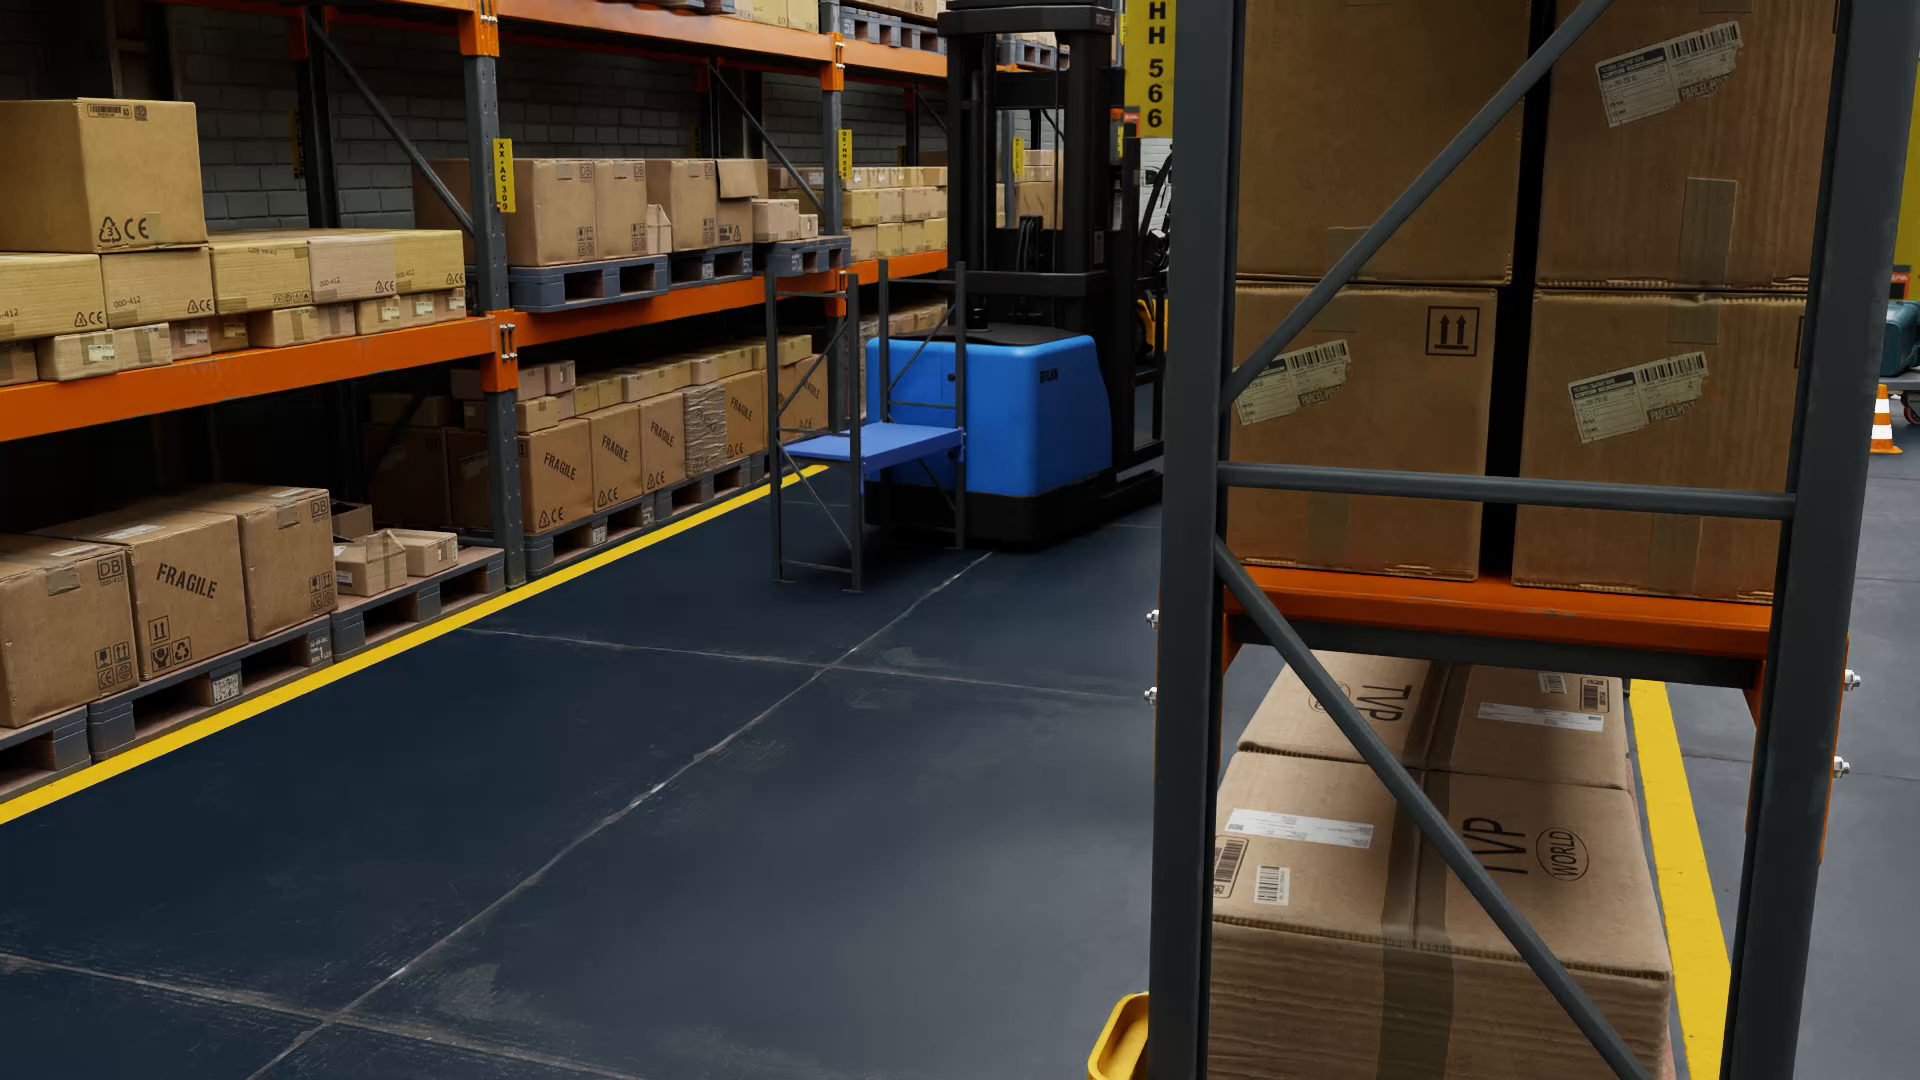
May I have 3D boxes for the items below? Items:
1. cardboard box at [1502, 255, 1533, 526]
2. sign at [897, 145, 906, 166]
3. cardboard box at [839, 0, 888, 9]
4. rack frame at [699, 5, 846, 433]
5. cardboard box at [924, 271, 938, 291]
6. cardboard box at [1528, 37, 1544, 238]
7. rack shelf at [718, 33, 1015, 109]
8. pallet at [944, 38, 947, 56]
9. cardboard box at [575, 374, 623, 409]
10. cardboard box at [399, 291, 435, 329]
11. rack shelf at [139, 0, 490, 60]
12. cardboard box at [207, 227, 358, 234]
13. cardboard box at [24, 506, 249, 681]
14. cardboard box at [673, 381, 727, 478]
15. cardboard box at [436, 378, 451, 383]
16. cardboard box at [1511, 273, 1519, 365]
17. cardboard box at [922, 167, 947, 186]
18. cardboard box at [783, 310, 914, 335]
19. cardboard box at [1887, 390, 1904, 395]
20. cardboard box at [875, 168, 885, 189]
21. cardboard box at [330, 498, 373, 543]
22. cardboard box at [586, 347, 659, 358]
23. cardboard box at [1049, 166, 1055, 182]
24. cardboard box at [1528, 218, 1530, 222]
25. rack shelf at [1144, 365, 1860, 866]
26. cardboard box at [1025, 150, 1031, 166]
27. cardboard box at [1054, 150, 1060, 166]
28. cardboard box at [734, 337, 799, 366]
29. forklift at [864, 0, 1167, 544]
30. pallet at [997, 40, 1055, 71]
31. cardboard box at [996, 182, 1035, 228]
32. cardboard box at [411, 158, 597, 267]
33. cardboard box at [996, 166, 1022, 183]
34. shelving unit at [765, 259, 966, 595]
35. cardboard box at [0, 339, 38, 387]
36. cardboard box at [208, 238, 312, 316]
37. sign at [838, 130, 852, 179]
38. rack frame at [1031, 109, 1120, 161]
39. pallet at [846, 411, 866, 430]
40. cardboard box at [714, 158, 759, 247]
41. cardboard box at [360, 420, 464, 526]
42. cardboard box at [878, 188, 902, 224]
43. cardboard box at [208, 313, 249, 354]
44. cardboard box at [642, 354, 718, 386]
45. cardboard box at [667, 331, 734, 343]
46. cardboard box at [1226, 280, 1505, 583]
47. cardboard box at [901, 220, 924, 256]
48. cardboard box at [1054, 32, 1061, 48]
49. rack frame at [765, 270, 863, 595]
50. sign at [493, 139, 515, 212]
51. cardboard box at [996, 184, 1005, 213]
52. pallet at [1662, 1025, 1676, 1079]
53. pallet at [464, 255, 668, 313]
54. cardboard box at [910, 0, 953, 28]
[{"bbox_3d":[1.380,-0.308,3.371,0.500,0.500,0.500,4,13,18],"label":"cardboard box"},{"bbox_3d":[-0.525,-3.454,15.256,0.100,0.325,0.005,4,14,18],"label":"sign"},{"bbox_3d":[-0.828,-4.011,11.686,0.500,0.500,0.500,4,14,19],"label":"cardboard box"},{"bbox_3d":[-1.293,-2.111,11.497,1.000,3.000,0.127,4,14,18],"label":"rack frame"},{"bbox_3d":[-0.023,-2.423,15.850,0.500,0.250,0.500,5,14,20],"label":"cardboard box"},{"bbox_3d":[1.721,-1.010,4.202,0.500,0.500,0.500,4,14,19],"label":"cardboard box"},{"bbox_3d":[-0.646,-3.644,13.088,1.077,0.370,4.000,4,14,18],"label":"rack shelf"},{"bbox_3d":[-0.272,-4.136,14.057,0.805,0.209,1.217,4,13,16],"label":"pallet"},{"bbox_3d":[-2.055,-0.805,8.991,0.380,0.149,0.250,4,13,17],"label":"cardboard box"},{"bbox_3d":[-2.516,-1.005,7.214,0.380,0.149,0.250,5,14,20],"label":"cardboard box"},{"bbox_3d":[-3.235,-1.960,5.708,1.077,0.370,4.000,4,14,18],"label":"rack shelf"},{"bbox_3d":[-3.003,-1.256,7.419,0.500,0.250,0.500,4,14,18],"label":"cardboard box"},{"bbox_3d":[-3.015,0.184,6.115,0.500,0.500,0.500,5,14,19],"label":"cardboard box"},{"bbox_3d":[-1.716,-0.667,9.844,0.500,0.500,0.500,4,13,16],"label":"cardboard box"},{"bbox_3d":[-2.591,-0.777,8.868,0.380,0.149,0.250,5,14,19],"label":"cardboard box"},{"bbox_3d":[1.711,-0.881,5.883,0.500,0.500,0.500,5,14,20],"label":"cardboard box"},{"bbox_3d":[-0.297,-2.898,13.261,0.380,0.149,0.250,4,13,17],"label":"cardboard box"},{"bbox_3d":[-0.875,-1.427,12.891,0.875,0.625,0.625,5,14,20],"label":"cardboard box"},{"bbox_3d":[8.229,-1.423,14.627,0.396,0.266,0.258,7,15,28],"label":"cardboard box"},{"bbox_3d":[-0.768,-2.634,12.107,0.380,0.149,0.250,5,14,20],"label":"cardboard box"},{"bbox_3d":[-3.025,-0.041,7.525,0.500,0.311,0.500,5,14,20],"label":"cardboard box"},{"bbox_3d":[-2.087,-1.105,10.305,0.380,0.149,0.250,4,13,17],"label":"cardboard box"},{"bbox_3d":[0.729,-3.580,16.249,0.380,0.149,0.250,4,14,18],"label":"cardboard box"},{"bbox_3d":[2.023,-1.193,6.689,0.500,0.250,0.500,4,14,18],"label":"cardboard box"},{"bbox_3d":[1.463,-0.141,4.480,1.077,0.370,4.000,4,14,18],"label":"rack shelf"},{"bbox_3d":[0.458,-3.625,15.779,0.380,0.149,0.250,4,13,17],"label":"cardboard box"},{"bbox_3d":[0.790,-3.840,16.720,0.380,0.149,0.250,4,14,19],"label":"cardboard box"},{"bbox_3d":[-1.273,-1.232,10.859,0.380,0.149,0.250,4,13,15],"label":"cardboard box"},{"bbox_3d":[0.628,-1.690,9.803,1.130,2.935,3.031,7,15,28],"label":"forklift"},{"bbox_3d":[0.252,-4.554,15.658,1.003,0.211,1.213,4,14,18],"label":"pallet"},{"bbox_3d":[0.391,-3.077,15.503,0.500,0.500,0.500,4,13,17],"label":"cardboard box"},{"bbox_3d":[-2.219,-1.608,8.125,0.700,0.500,0.500,5,14,20],"label":"cardboard box"},{"bbox_3d":[0.353,-3.367,15.315,0.380,0.149,0.250,4,13,18],"label":"cardboard box"},{"bbox_3d":[-0.441,-0.601,8.251,0.538,1.500,1.048,7,15,28],"label":"shelving unit"},{"bbox_3d":[-3.205,-0.574,5.325,0.380,0.149,0.250,5,14,19],"label":"cardboard box"},{"bbox_3d":[-2.844,-1.006,6.321,0.500,0.250,0.500,4,14,18],"label":"cardboard box"},{"bbox_3d":[-0.777,-2.600,11.215,0.100,0.325,0.005,4,14,18],"label":"sign"},{"bbox_3d":[1.295,-3.796,18.877,1.000,3.000,0.127,4,14,18],"label":"rack frame"},{"bbox_3d":[-0.990,-0.922,12.554,1.003,0.211,1.213,4,14,18],"label":"pallet"},{"bbox_3d":[-1.647,-2.009,9.875,0.797,0.503,0.637,4,13,17],"label":"cardboard box"},{"bbox_3d":[-2.709,-0.380,8.585,0.500,0.500,0.500,4,14,18],"label":"cardboard box"},{"bbox_3d":[-0.756,-2.463,12.252,0.500,0.250,0.500,5,14,20],"label":"cardboard box"},{"bbox_3d":[-2.933,-0.793,6.286,0.380,0.149,0.250,5,14,19],"label":"cardboard box"},{"bbox_3d":[-1.669,-1.014,9.906,0.380,0.149,0.250,4,13,16],"label":"cardboard box"},{"bbox_3d":[-1.757,-1.326,11.273,0.380,0.149,0.250,5,14,21],"label":"cardboard box"},{"bbox_3d":[0.722,-0.240,3.072,0.500,0.500,0.500,4,14,19],"label":"cardboard box"},{"bbox_3d":[-0.591,-2.328,12.786,0.500,0.250,0.500,4,13,17],"label":"cardboard box"},{"bbox_3d":[0.768,-4.894,16.084,0.396,0.266,0.258,4,13,17],"label":"cardboard box"},{"bbox_3d":[-0.686,-0.502,7.816,0.500,1.500,0.032,7,15,28],"label":"rack frame"},{"bbox_3d":[-2.072,-1.654,7.547,0.100,0.325,0.005,4,14,18],"label":"sign"},{"bbox_3d":[0.084,-3.002,14.614,0.500,0.250,0.500,4,13,17],"label":"cardboard box"},{"bbox_3d":[1.001,1.115,3.627,1.003,0.211,1.213,4,14,18],"label":"pallet"},{"bbox_3d":[-2.226,-1.336,8.531,1.003,0.211,1.213,4,14,18],"label":"pallet"},{"bbox_3d":[-0.251,-4.294,13.353,0.500,0.311,0.500,4,13,16],"label":"cardboard box"}]
